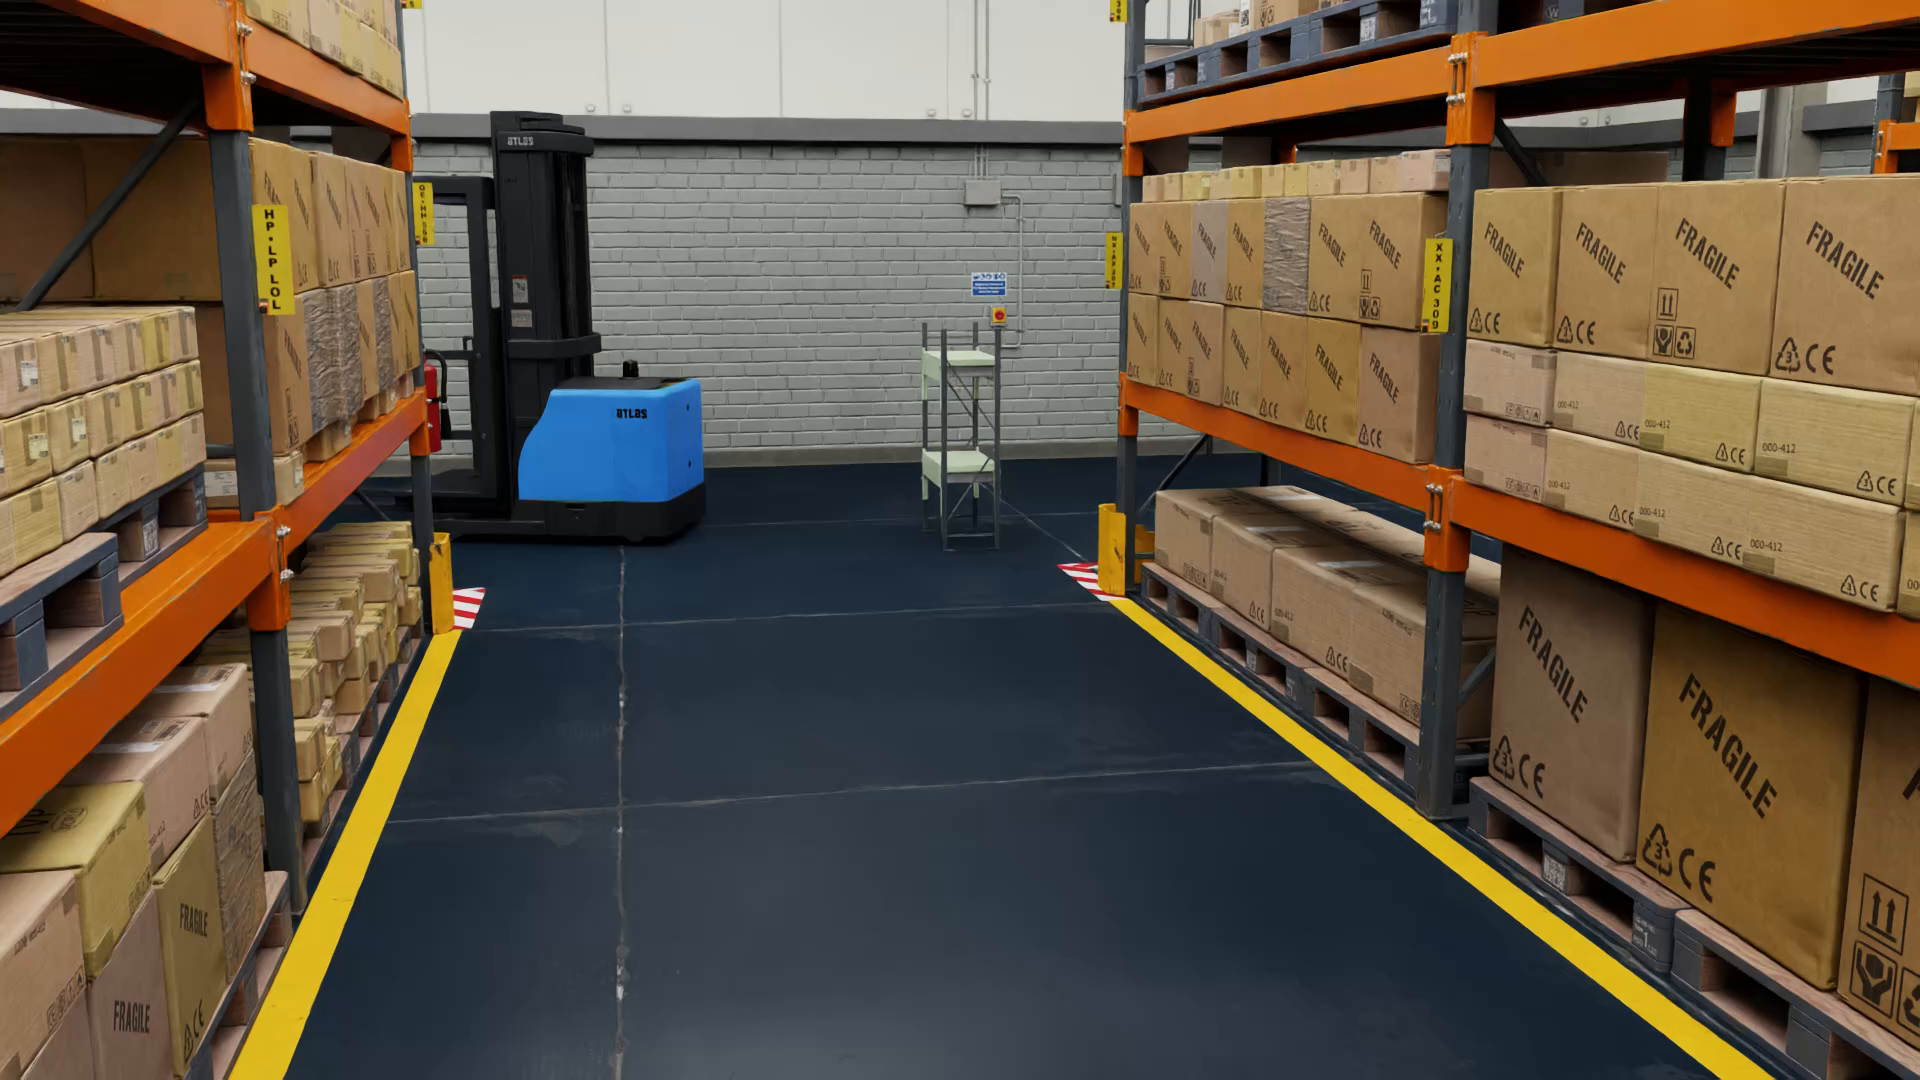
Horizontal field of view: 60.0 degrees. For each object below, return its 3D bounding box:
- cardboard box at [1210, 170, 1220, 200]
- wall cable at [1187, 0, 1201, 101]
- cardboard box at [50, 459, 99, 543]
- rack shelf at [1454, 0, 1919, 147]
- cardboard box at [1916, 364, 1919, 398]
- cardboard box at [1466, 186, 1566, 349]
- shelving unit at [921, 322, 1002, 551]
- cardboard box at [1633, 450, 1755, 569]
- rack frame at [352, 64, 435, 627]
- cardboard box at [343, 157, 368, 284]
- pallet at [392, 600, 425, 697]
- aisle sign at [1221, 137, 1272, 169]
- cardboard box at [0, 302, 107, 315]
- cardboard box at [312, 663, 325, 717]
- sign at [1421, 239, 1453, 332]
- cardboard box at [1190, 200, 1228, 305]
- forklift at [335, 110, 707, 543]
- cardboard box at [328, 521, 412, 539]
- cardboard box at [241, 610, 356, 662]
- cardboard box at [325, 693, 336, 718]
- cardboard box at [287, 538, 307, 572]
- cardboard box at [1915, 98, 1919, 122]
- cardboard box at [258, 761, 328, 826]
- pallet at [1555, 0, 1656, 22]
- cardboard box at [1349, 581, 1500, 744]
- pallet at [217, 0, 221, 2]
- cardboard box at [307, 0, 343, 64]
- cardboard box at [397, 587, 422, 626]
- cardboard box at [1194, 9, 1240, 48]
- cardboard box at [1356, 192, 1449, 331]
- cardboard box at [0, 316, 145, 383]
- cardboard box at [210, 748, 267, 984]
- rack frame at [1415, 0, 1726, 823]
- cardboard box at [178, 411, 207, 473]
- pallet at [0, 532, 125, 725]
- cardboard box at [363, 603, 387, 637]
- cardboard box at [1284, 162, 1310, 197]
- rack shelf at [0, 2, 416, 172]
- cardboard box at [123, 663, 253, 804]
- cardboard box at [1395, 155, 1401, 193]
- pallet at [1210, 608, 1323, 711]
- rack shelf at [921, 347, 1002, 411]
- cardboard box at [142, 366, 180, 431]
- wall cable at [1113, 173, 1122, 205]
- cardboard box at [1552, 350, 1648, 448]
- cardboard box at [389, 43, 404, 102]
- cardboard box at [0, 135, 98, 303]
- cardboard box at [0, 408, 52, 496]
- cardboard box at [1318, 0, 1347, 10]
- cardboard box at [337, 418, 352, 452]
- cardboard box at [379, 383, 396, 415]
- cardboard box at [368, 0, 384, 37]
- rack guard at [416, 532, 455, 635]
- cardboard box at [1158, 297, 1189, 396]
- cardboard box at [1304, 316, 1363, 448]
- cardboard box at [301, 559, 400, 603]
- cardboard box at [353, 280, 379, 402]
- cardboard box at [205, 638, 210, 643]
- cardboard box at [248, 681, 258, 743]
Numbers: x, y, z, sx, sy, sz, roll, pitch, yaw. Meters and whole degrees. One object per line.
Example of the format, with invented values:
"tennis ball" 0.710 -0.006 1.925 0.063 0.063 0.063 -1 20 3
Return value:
"cardboard box" 1.474 -1.779 8.343 0.380 0.149 0.250 -2 11 -10
"wall cable" 3.542 -5.306 15.406 2.988 3.039 0.133 -2 11 -11
"cardboard box" -2.134 -0.081 3.648 0.380 0.149 0.250 -3 11 -13
"rack shelf" 2.613 -1.206 3.911 1.077 0.370 4.000 -2 11 -11
"cardboard box" 2.447 -0.530 3.515 0.500 0.500 0.500 -2 11 -11
"cardboard box" 2.028 -0.902 5.470 0.500 0.500 0.500 -2 11 -10
"shelving unit" 0.001 -0.736 11.550 0.431 1.500 0.755 -2 11 -11
"cardboard box" 2.237 -0.099 4.596 0.500 0.250 0.500 -2 11 -11
"rack frame" -3.390 -0.988 8.863 1.000 3.000 0.127 -2 11 -11
"cardboard box" -2.742 -1.314 6.842 0.500 0.500 0.500 -3 11 -13
"pallet" -3.252 0.547 8.261 1.003 0.211 1.213 -2 11 -11
"aisle sign" 1.736 -2.488 9.791 0.394 0.787 0.004 -2 11 -11
"cardboard box" -2.983 -0.528 5.383 0.500 0.500 0.500 -2 11 -11
"cardboard box" -2.638 0.580 6.333 0.380 0.149 0.250 -3 11 -14
"sign" 1.680 -0.896 5.856 0.100 0.325 0.005 -2 11 -11
"cardboard box" 1.475 -1.439 8.295 0.500 0.500 0.500 -2 11 -11
"forklift" -3.438 -1.520 11.844 3.031 2.935 1.130 1 11 7
"cardboard box" -3.038 0.002 8.573 0.380 0.149 0.250 -2 11 -10
"cardboard box" -2.611 0.383 6.570 0.380 0.149 0.250 -2 11 -10
"cardboard box" -2.703 0.676 6.621 0.380 0.149 0.250 -3 11 -13
"cardboard box" -3.449 0.069 8.222 0.380 0.149 0.250 -2 11 -10
"cardboard box" 6.148 -2.651 10.249 0.380 0.149 0.250 -2 11 -10
"cardboard box" -2.367 0.862 5.648 0.380 0.149 0.250 -3 11 -13
"pallet" 2.451 -1.666 4.915 0.805 0.209 1.217 -3 11 -13
"cardboard box" 2.207 0.481 6.877 0.875 0.438 0.875 -2 11 -12
"pallet" -2.596 -1.518 4.130 1.213 0.211 1.003 -2 11 -11
"cardboard box" -2.631 -1.936 6.225 0.500 0.250 0.500 -2 11 -9
"cardboard box" -2.933 0.339 8.394 0.380 0.149 0.250 -2 11 -9
"cardboard box" 1.622 -2.762 9.174 0.500 0.250 0.500 -3 11 -16
"cardboard box" 1.861 -1.069 6.350 0.500 0.500 0.500 -2 11 -11
"cardboard box" -2.241 -0.466 4.079 0.380 0.149 0.250 -2 11 -13
"cardboard box" -2.221 0.894 4.538 0.500 0.500 0.500 -2 11 -12
"rack frame" 2.224 -0.452 6.051 1.000 3.000 0.127 -2 11 -11
"cardboard box" -2.340 -0.271 4.648 0.380 0.149 0.250 -2 11 -12
"pallet" -2.259 0.212 3.071 1.003 0.211 1.213 -2 11 -11
"cardboard box" -2.759 0.384 7.361 0.380 0.149 0.250 -2 11 -8
"cardboard box" 1.665 -1.593 7.368 0.380 0.149 0.250 -2 11 -12
"rack shelf" -3.001 -1.741 6.722 1.077 0.370 4.000 -2 11 -11
"cardboard box" -2.219 0.527 4.463 0.500 0.250 0.500 -2 11 -13
"cardboard box" 1.907 -1.409 6.399 0.380 0.149 0.250 -2 11 -10
"pallet" 1.912 0.551 8.238 1.003 0.211 1.213 -2 11 -11
"rack shelf" 0.001 -1.119 11.477 0.431 0.370 0.720 -2 11 -11
"cardboard box" -2.288 -0.369 4.365 0.380 0.149 0.250 -2 11 -11
"wall cable" 1.716 -2.772 15.522 0.588 1.984 0.122 -2 11 -11
"cardboard box" 2.162 -0.439 5.044 0.500 0.250 0.500 -2 11 -10
"cardboard box" -3.042 -2.314 8.208 0.500 0.250 0.500 -2 11 -12
"cardboard box" -2.968 -1.017 5.279 0.500 0.500 0.500 -3 11 -13
"cardboard box" -2.081 -0.176 3.349 0.380 0.149 0.250 -2 11 -11
"cardboard box" 1.930 -2.478 7.006 0.797 0.503 0.637 -1 11 -7
"cardboard box" -2.650 -0.434 6.627 0.380 0.149 0.250 -2 11 -8
"cardboard box" -2.901 -0.676 7.899 0.380 0.149 0.250 -2 11 -9
"cardboard box" -2.950 -2.464 7.662 0.500 0.250 0.500 -2 11 -13
"rack guard" -3.375 0.254 9.023 1.175 0.500 0.348 -2 11 -11
"cardboard box" 1.384 -1.045 8.897 0.500 0.500 0.500 -2 11 -12
"cardboard box" 1.778 -0.672 6.935 0.500 0.500 0.500 -2 11 -12
"cardboard box" -2.776 0.190 7.584 0.380 0.149 0.250 -2 11 -9
"cardboard box" -2.760 -0.831 6.975 0.500 0.500 0.500 -2 11 -8
"cardboard box" -3.173 0.505 6.728 0.380 0.149 0.250 -3 11 -14
"cardboard box" -2.476 0.577 5.551 0.380 0.149 0.250 -2 11 -9
